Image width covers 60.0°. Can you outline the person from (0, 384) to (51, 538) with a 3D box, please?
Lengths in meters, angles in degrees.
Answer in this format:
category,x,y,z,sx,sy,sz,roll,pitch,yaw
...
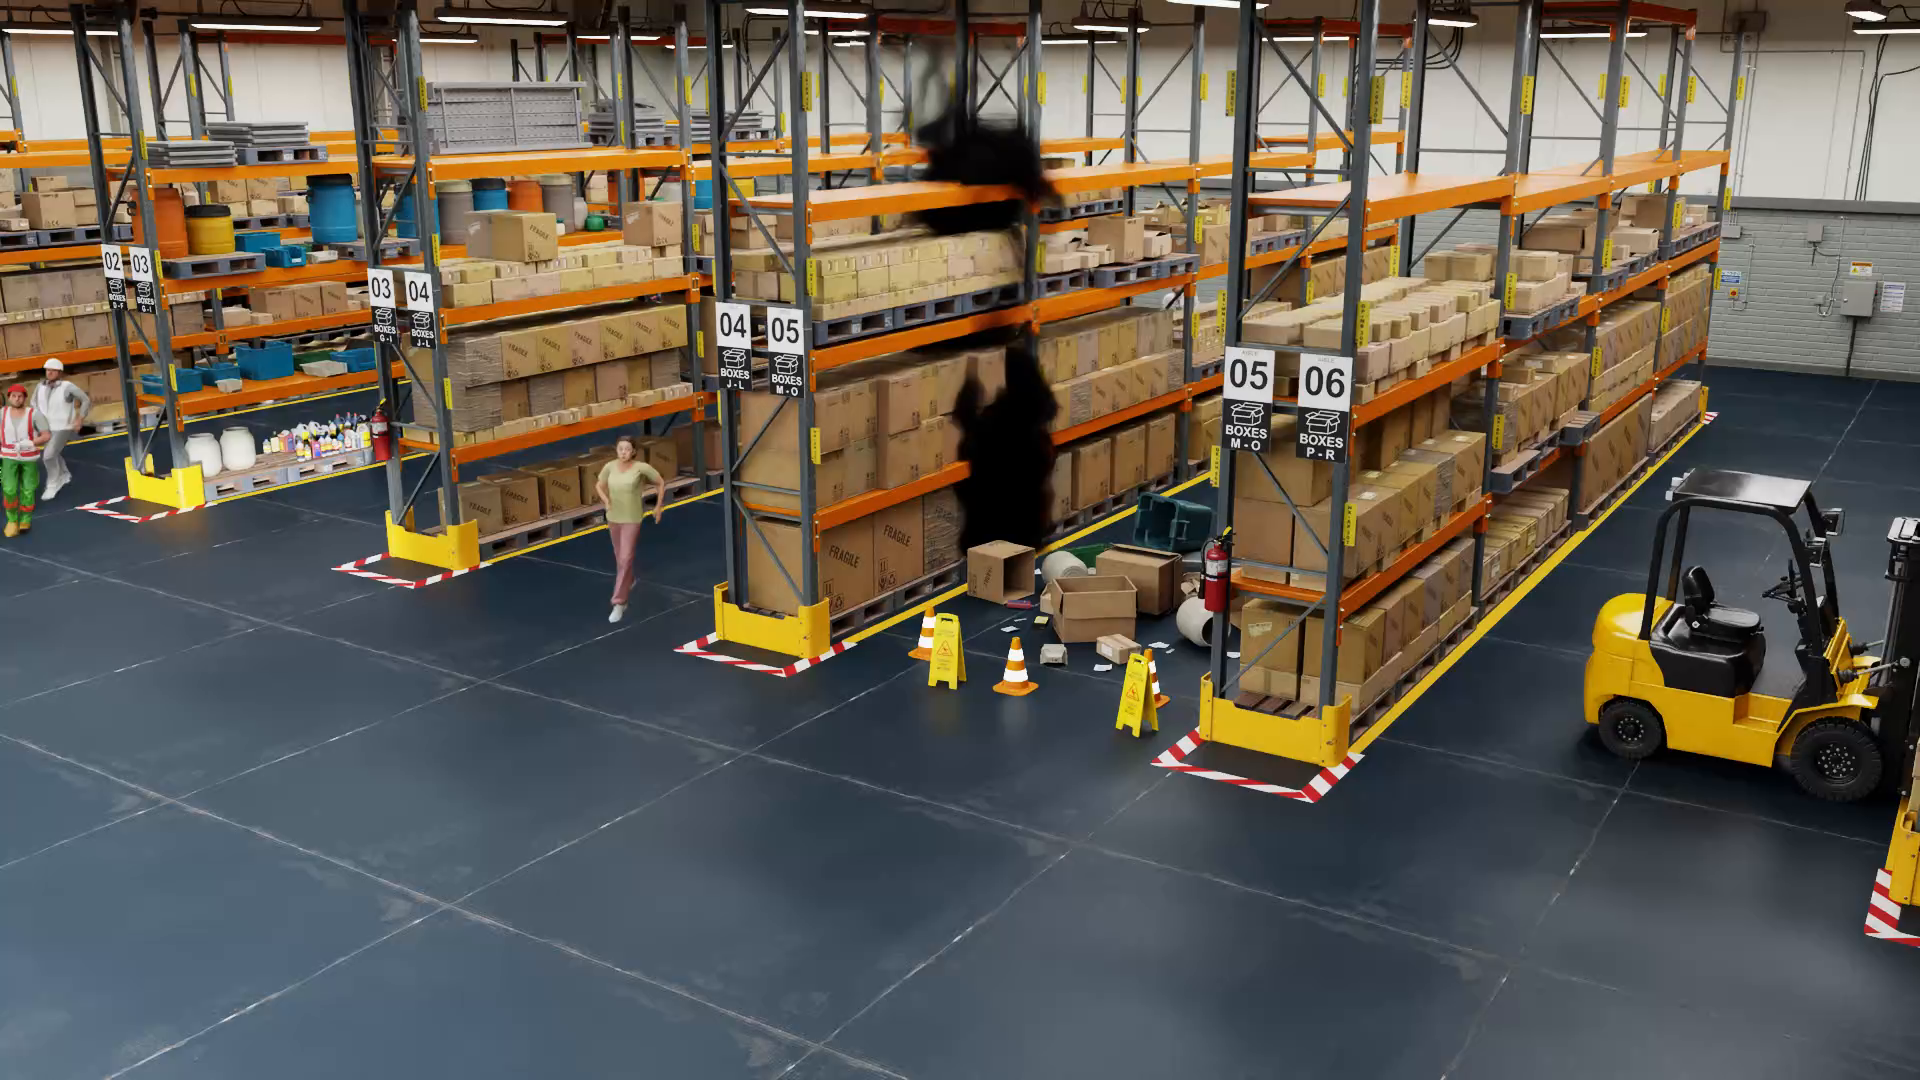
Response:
category,x,y,z,sx,sy,sz,roll,pitch,yaw
person,-10.876,-0.928,19.268,0.684,1.763,0.625,-8,17,-26

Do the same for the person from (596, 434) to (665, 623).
category,x,y,z,sx,sy,sz,roll,pitch,yaw
person,-3.105,-0.152,15.576,0.622,1.715,0.801,3,16,11

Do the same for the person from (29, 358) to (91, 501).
category,x,y,z,sx,sy,sz,roll,pitch,yaw
person,-11.439,-1.414,21.100,0.727,1.789,0.695,3,16,10

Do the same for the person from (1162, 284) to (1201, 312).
category,x,y,z,sx,sy,sz,roll,pitch,yaw
person,3.959,-3.836,29.890,0.720,1.697,0.611,4,16,13
